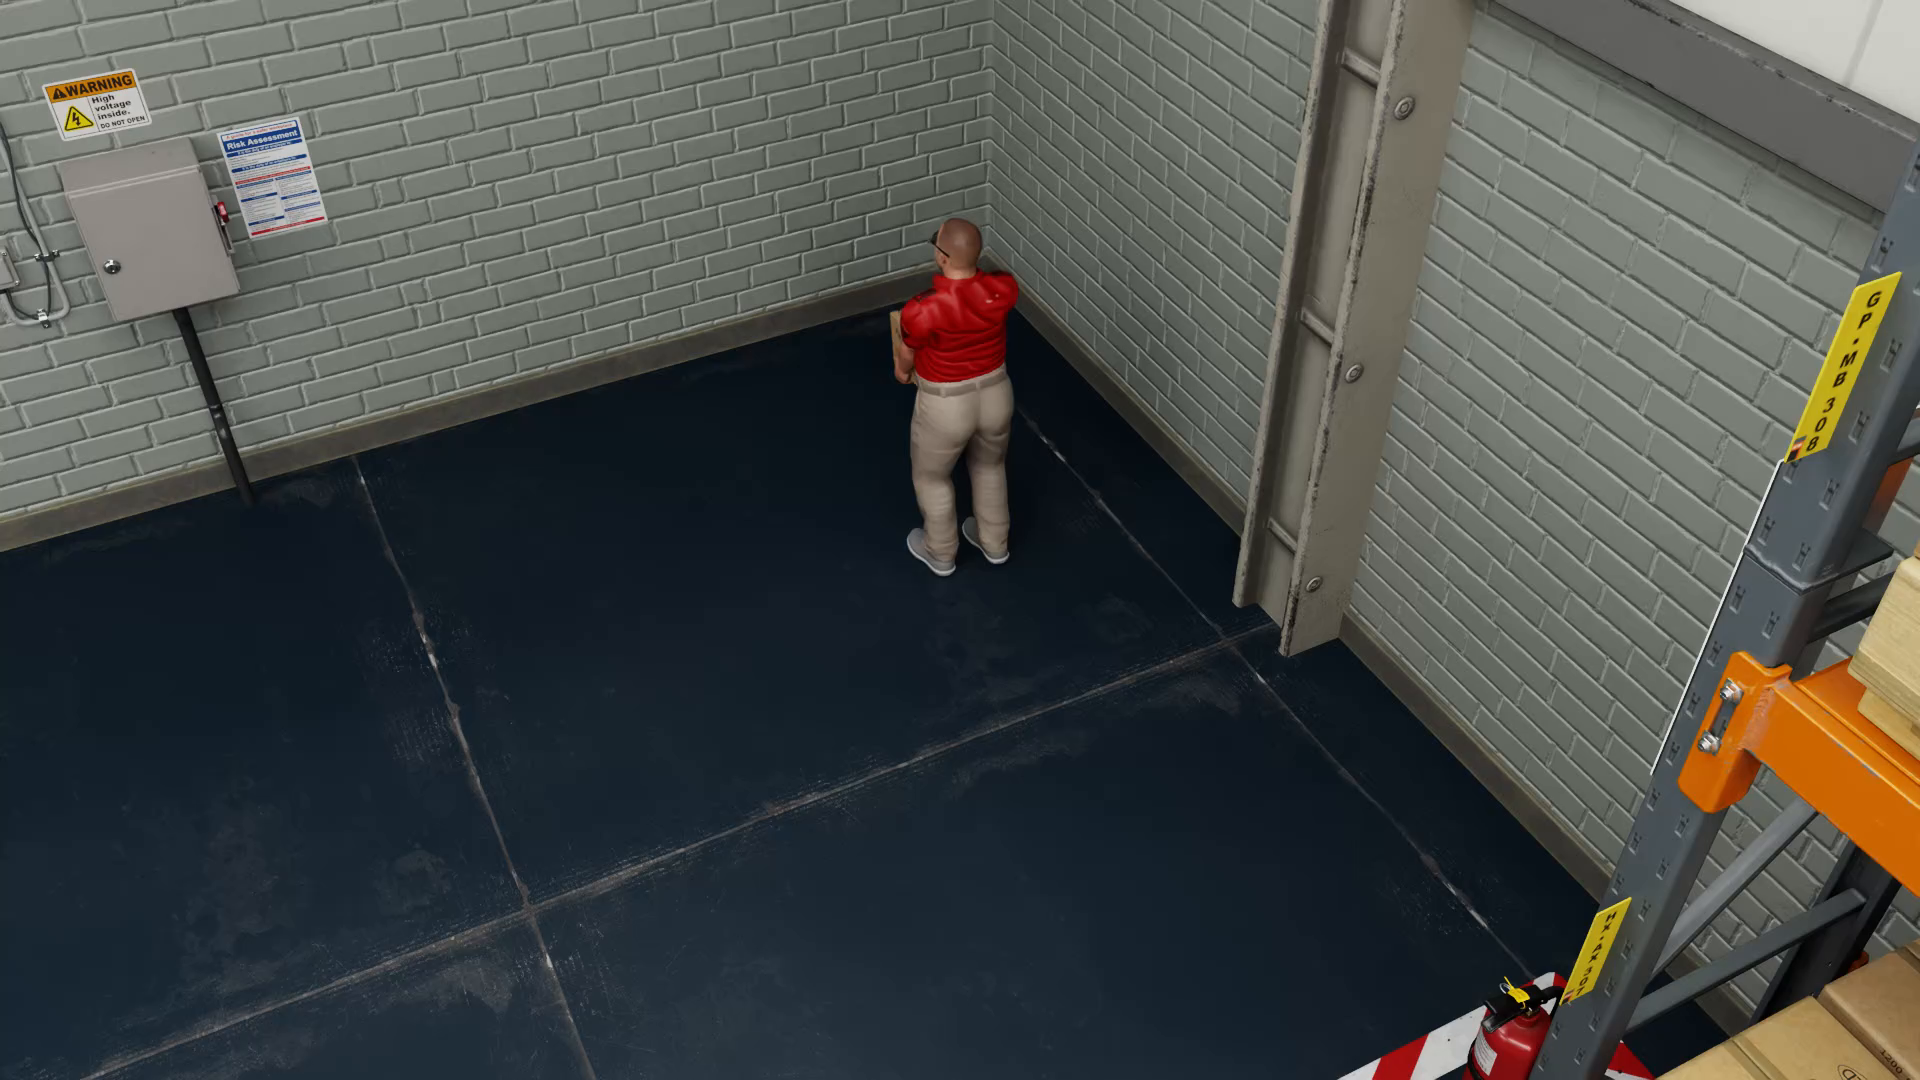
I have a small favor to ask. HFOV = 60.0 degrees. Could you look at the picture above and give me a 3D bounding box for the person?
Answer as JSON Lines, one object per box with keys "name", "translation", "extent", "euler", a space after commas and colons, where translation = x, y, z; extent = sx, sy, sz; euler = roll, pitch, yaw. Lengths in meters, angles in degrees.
{"name": "person", "translation": [-0.049, -0.611, 6.882], "extent": [0.490, 1.725, 0.543], "euler": [-19, 44, -21]}
